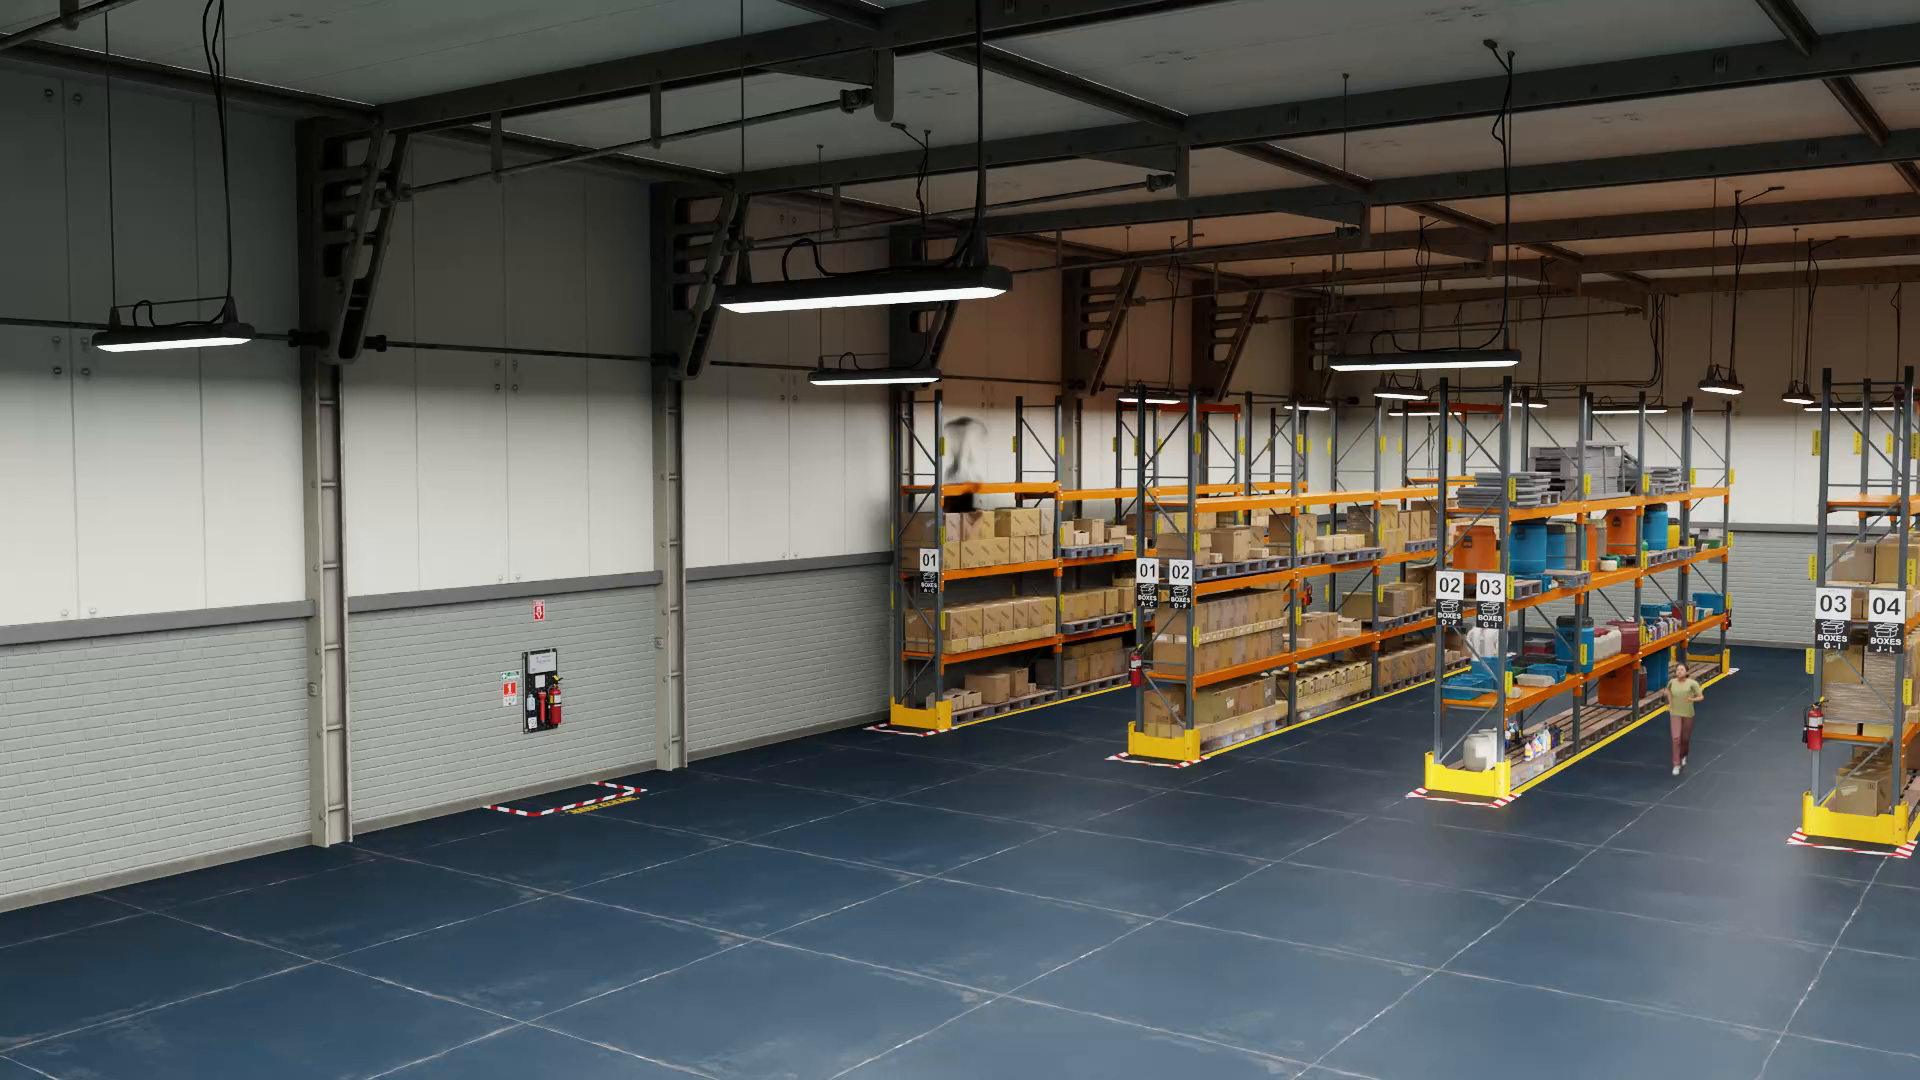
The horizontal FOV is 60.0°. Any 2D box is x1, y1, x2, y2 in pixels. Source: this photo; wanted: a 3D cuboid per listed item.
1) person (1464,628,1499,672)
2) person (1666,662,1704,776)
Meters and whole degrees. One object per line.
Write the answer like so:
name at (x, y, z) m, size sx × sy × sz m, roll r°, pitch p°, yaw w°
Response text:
person at (10.137, 2.364, 32.281) m, size 0.705 × 1.667 × 0.642 m, roll 2°, pitch 4°, yaw 25°
person at (11.143, 2.723, 25.593) m, size 0.558 × 1.692 × 0.895 m, roll 2°, pitch 4°, yaw 29°
